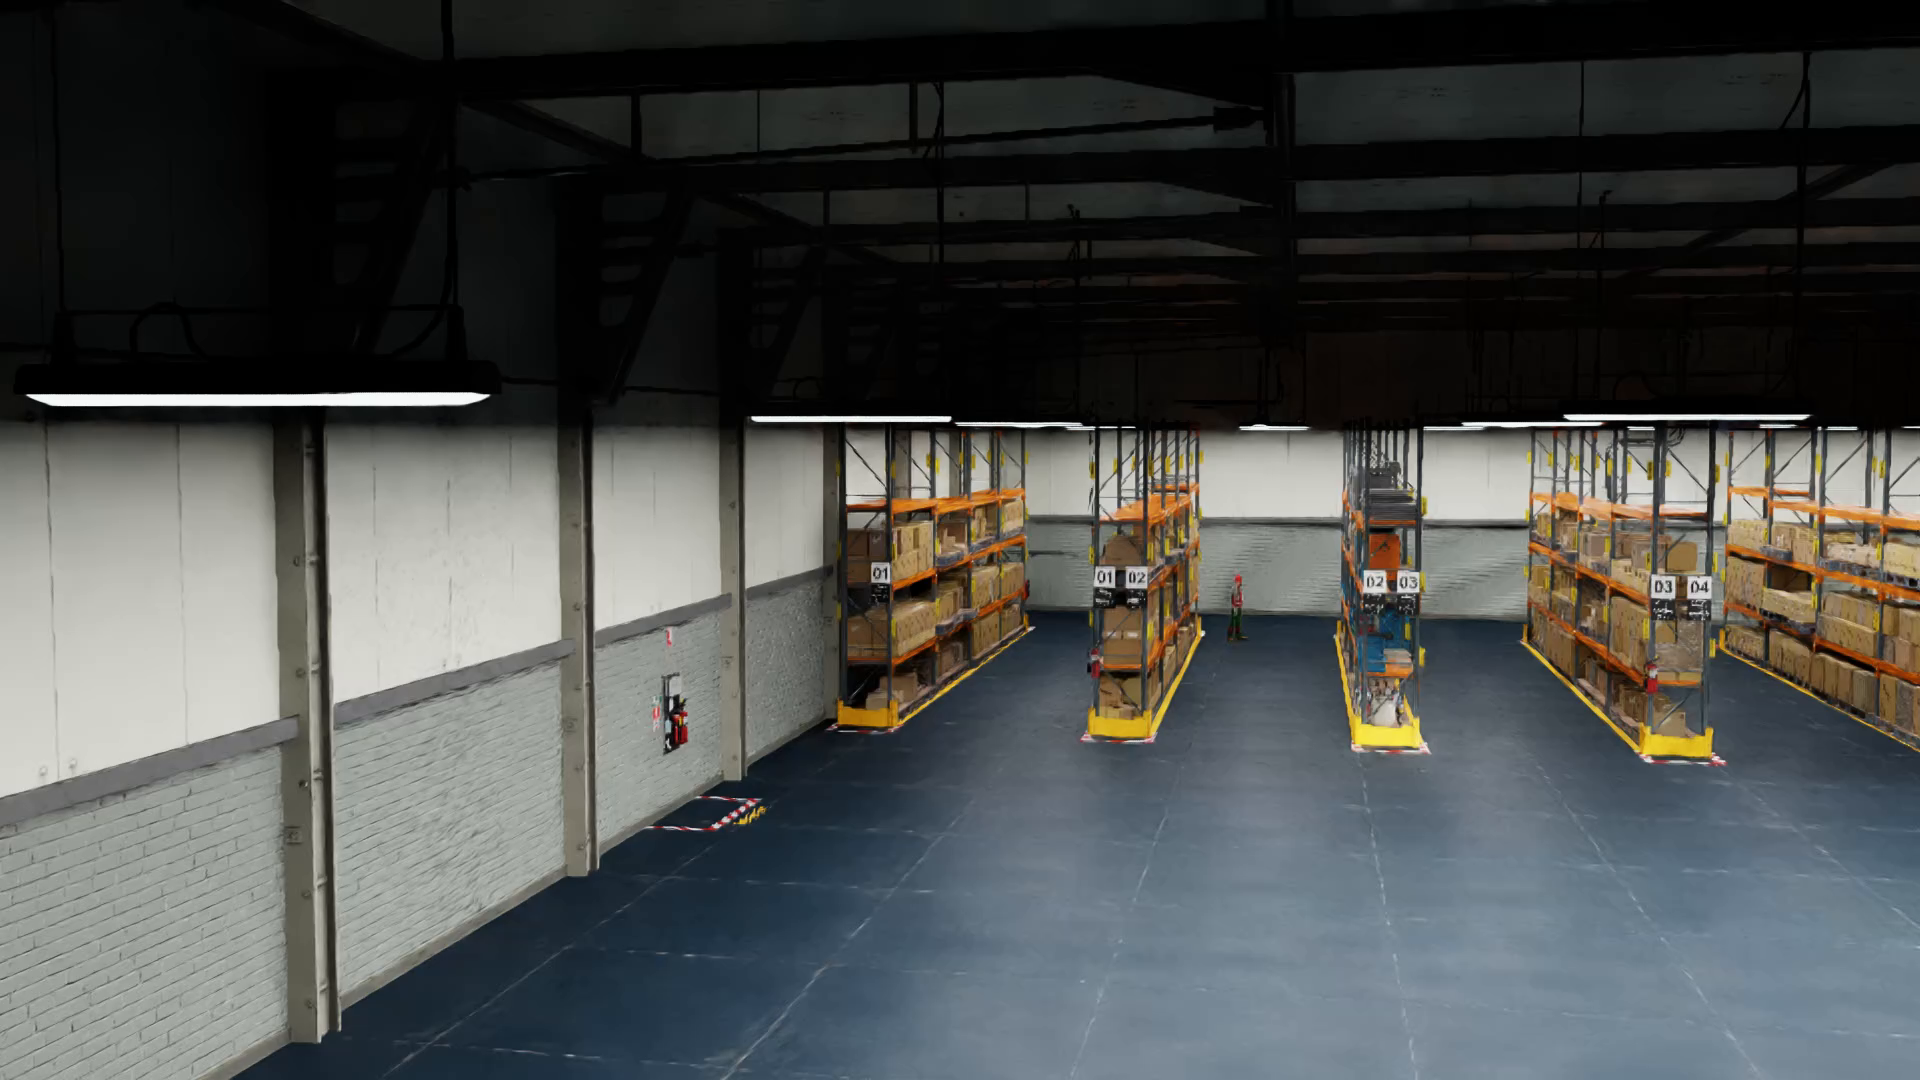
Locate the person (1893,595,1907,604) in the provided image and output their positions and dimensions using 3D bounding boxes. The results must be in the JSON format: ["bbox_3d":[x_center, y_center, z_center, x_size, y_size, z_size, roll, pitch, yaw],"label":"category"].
[{"bbox_3d":[23.884,2.092,42.339,0.622,1.731,0.636,1,4,9],"label":"person"}]

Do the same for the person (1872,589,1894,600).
[{"bbox_3d":[25.859,1.822,46.591,0.577,1.772,0.591,-3,5,-42],"label":"person"}]

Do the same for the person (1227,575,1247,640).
[{"bbox_3d":[7.615,1.859,45.696,0.486,1.790,0.635,1,4,18],"label":"person"}]
